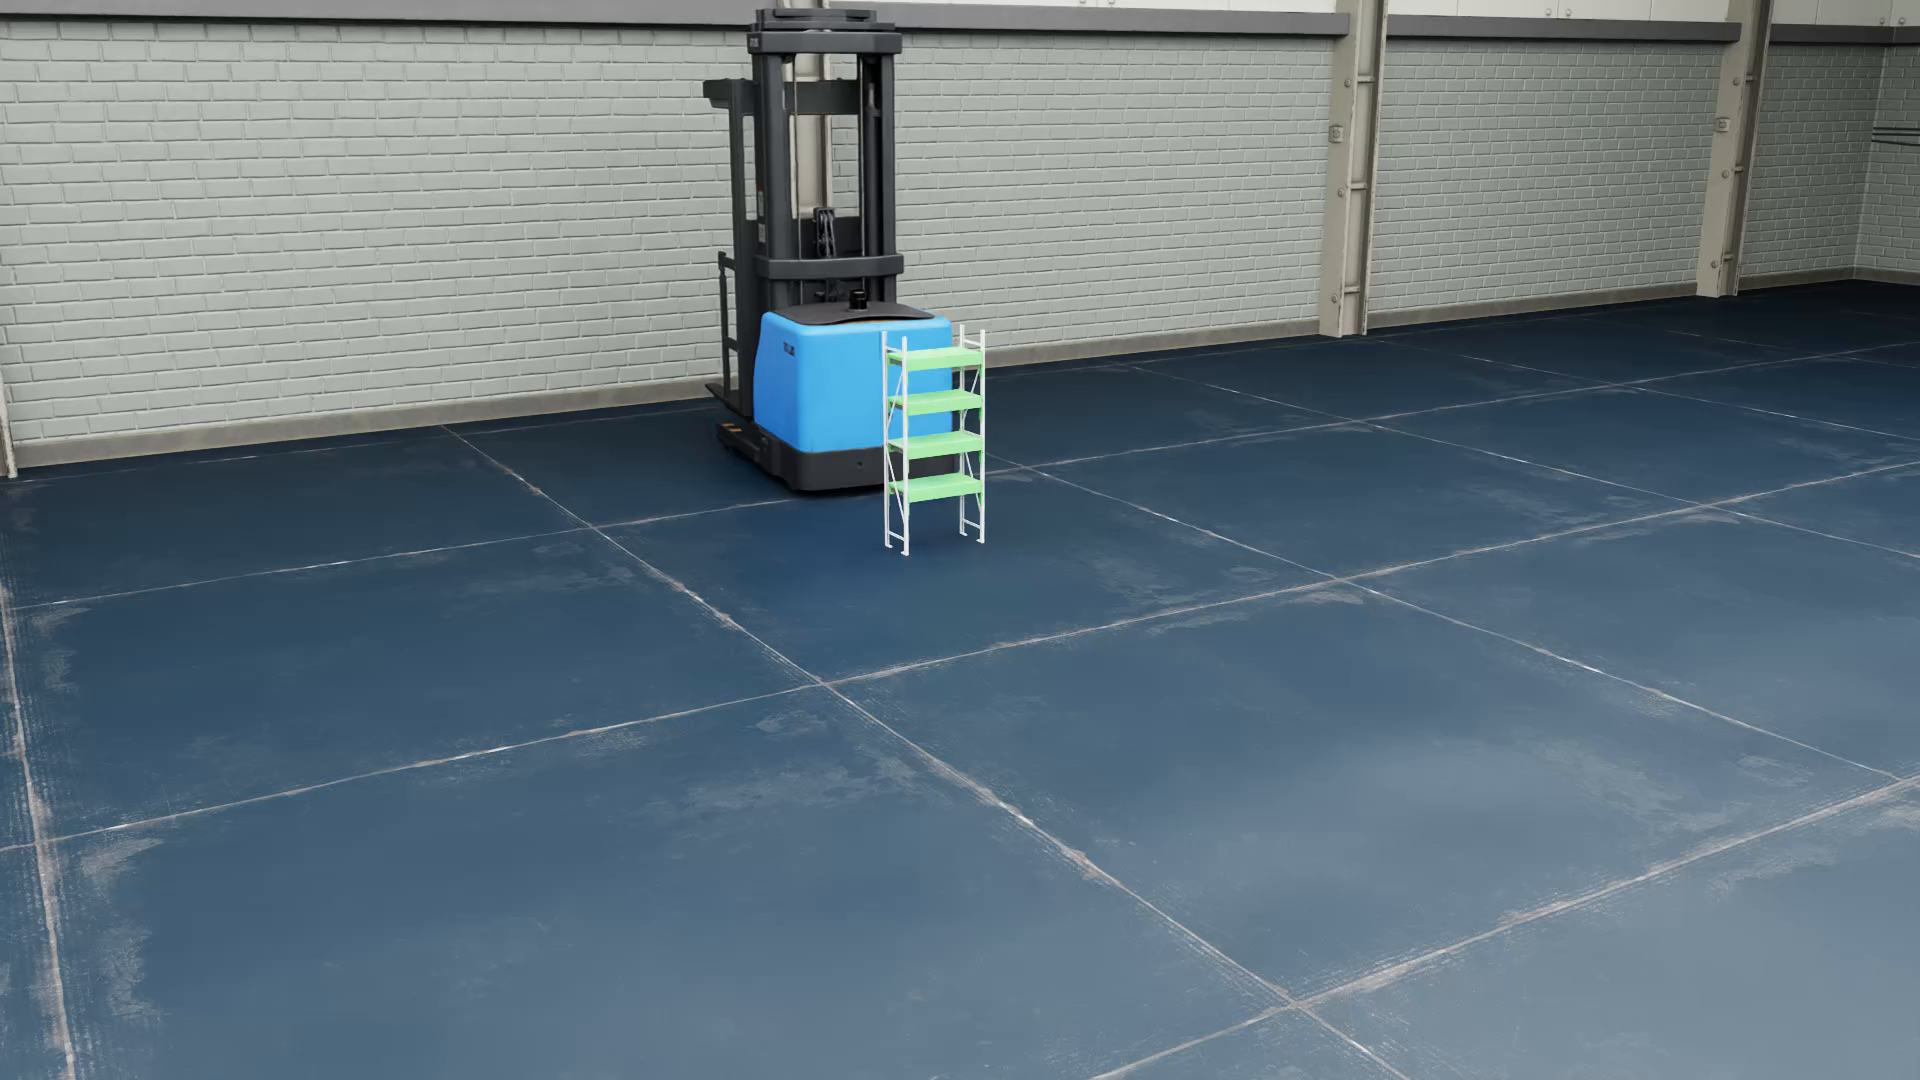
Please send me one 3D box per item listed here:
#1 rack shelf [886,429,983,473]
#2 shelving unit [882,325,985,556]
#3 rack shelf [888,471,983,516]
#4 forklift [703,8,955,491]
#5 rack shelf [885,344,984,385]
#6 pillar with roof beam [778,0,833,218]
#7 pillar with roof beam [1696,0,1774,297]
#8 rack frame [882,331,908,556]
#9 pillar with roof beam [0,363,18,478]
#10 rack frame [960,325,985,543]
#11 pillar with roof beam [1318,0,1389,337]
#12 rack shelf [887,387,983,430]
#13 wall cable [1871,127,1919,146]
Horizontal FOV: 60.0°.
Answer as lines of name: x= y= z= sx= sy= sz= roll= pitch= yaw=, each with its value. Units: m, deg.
rack shelf: x=-0.142 y=-0.493 z=9.183 sx=0.480 sy=0.148 sz=0.258 roll=-9 pitch=18 yaw=-30
shelving unit: x=-0.142 y=-0.555 z=9.166 sx=0.503 sy=1.200 sz=0.258 roll=-9 pitch=18 yaw=-30
rack shelf: x=-0.142 y=-0.262 z=9.248 sx=0.480 sy=0.148 sz=0.258 roll=-9 pitch=18 yaw=-30
forklift: x=-1.077 y=-2.067 z=11.352 sx=1.130 sy=2.935 sz=3.031 roll=-7 pitch=17 yaw=-22
rack shelf: x=-0.142 y=-0.955 z=9.053 sx=0.480 sy=0.148 sz=0.258 roll=-9 pitch=18 yaw=-30
pillar with roof beam: x=0.945 y=-4.593 z=9.122 sx=0.400 sy=9.000 sz=9.100 roll=-9 pitch=18 yaw=-30
pillar with roof beam: x=11.231 y=-6.261 z=15.072 sx=0.400 sy=9.000 sz=9.100 roll=-9 pitch=18 yaw=-30
rack frame: x=-0.351 y=-0.521 z=9.045 sx=0.015 sy=1.200 sz=0.240 roll=-9 pitch=18 yaw=-30
pillar with roof beam: x=-4.198 y=-3.759 z=6.146 sx=0.400 sy=9.000 sz=9.100 roll=-9 pitch=18 yaw=-30
rack frame: x=0.067 y=-0.589 z=9.287 sx=0.015 sy=1.200 sz=0.240 roll=-9 pitch=18 yaw=-30
pillar with roof beam: x=6.088 y=-5.427 z=12.097 sx=0.400 sy=9.000 sz=9.100 roll=-9 pitch=18 yaw=-30
rack shelf: x=-0.142 y=-0.724 z=9.118 sx=0.480 sy=0.148 sz=0.258 roll=-9 pitch=18 yaw=-30
wall cable: x=12.221 y=-5.865 z=19.414 sx=0.112 sy=2.526 sz=3.097 roll=-9 pitch=18 yaw=-30
